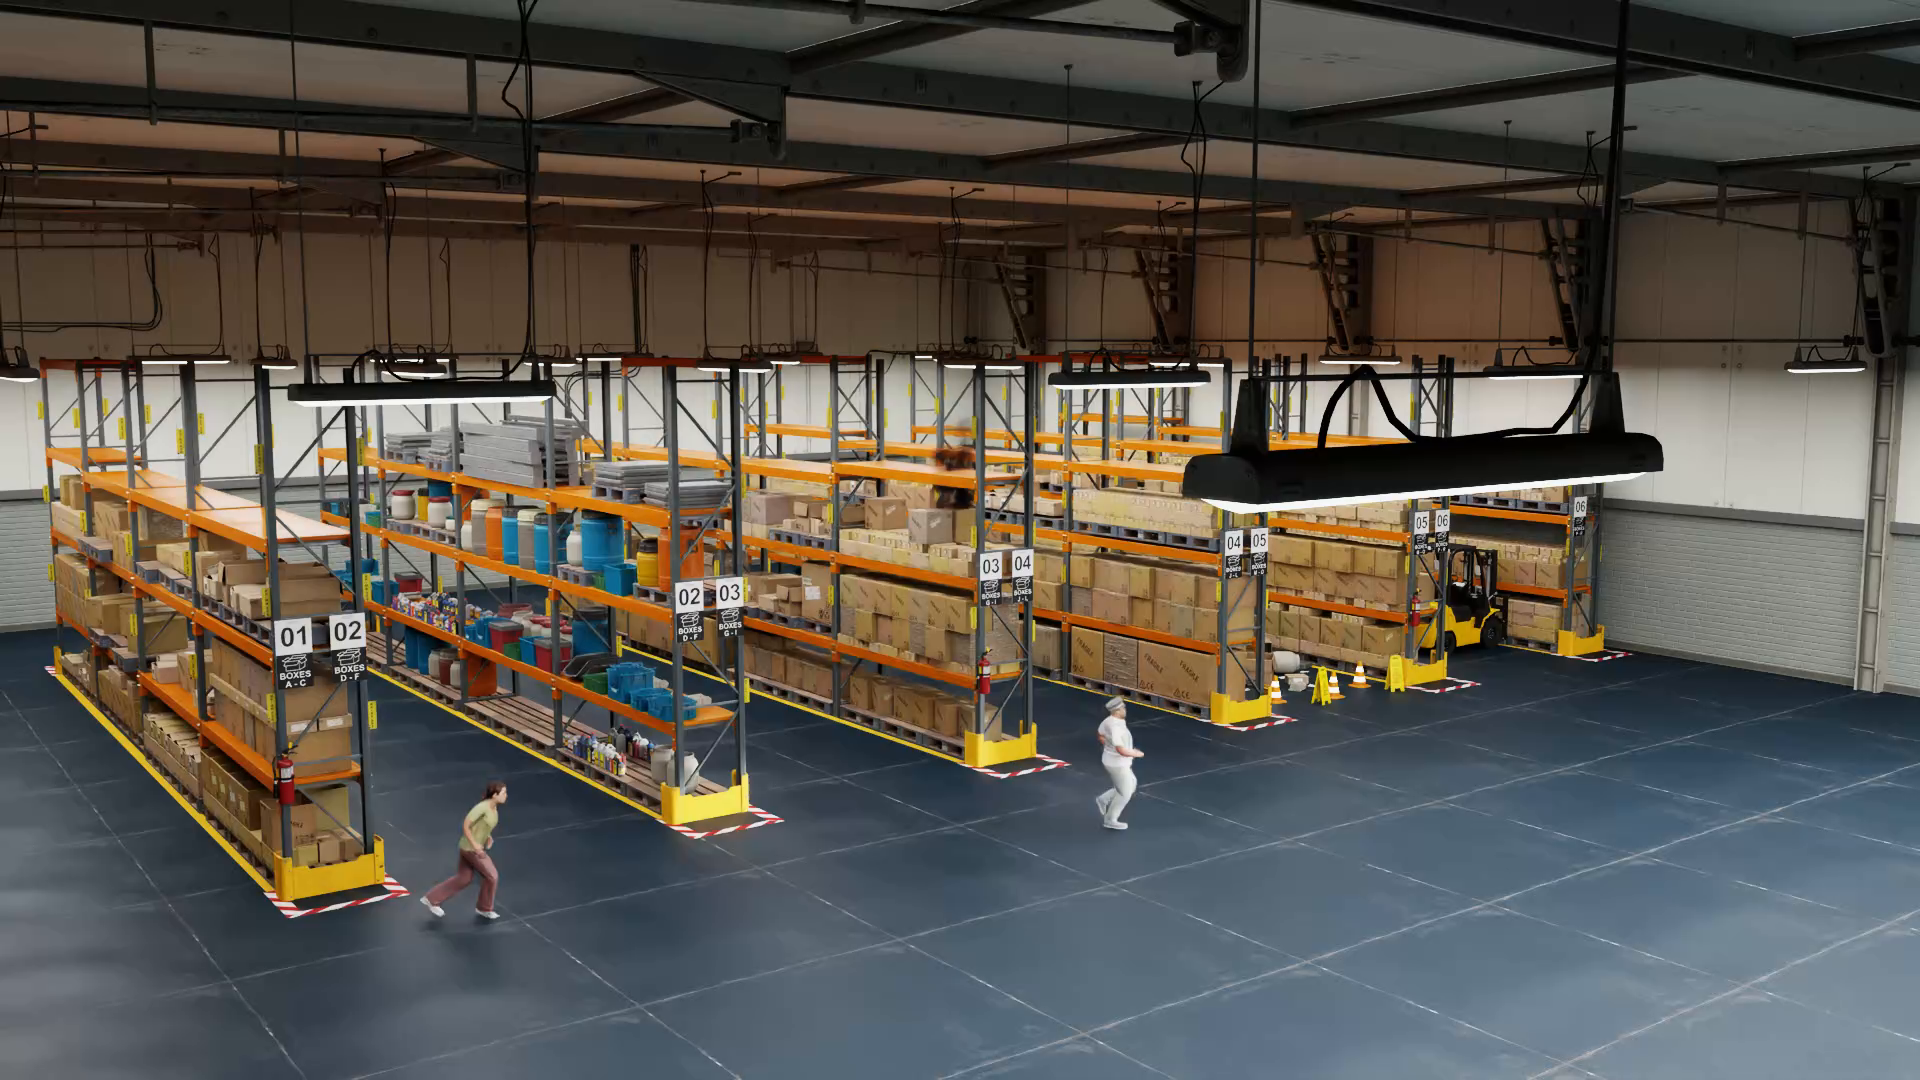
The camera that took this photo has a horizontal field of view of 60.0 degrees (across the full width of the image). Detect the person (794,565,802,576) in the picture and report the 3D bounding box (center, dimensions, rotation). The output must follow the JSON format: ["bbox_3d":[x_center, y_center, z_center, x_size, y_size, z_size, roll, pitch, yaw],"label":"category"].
[{"bbox_3d":[-3.947,0.575,41.745,0.501,1.547,0.588,4,8,30],"label":"person"}]

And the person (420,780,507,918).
[{"bbox_3d":[-5.431,3.413,18.231,0.964,1.584,0.572,0,7,-2],"label":"person"}]

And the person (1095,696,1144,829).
[{"bbox_3d":[2.076,2.885,21.602,0.594,1.743,0.660,-1,7,-7],"label":"person"}]
